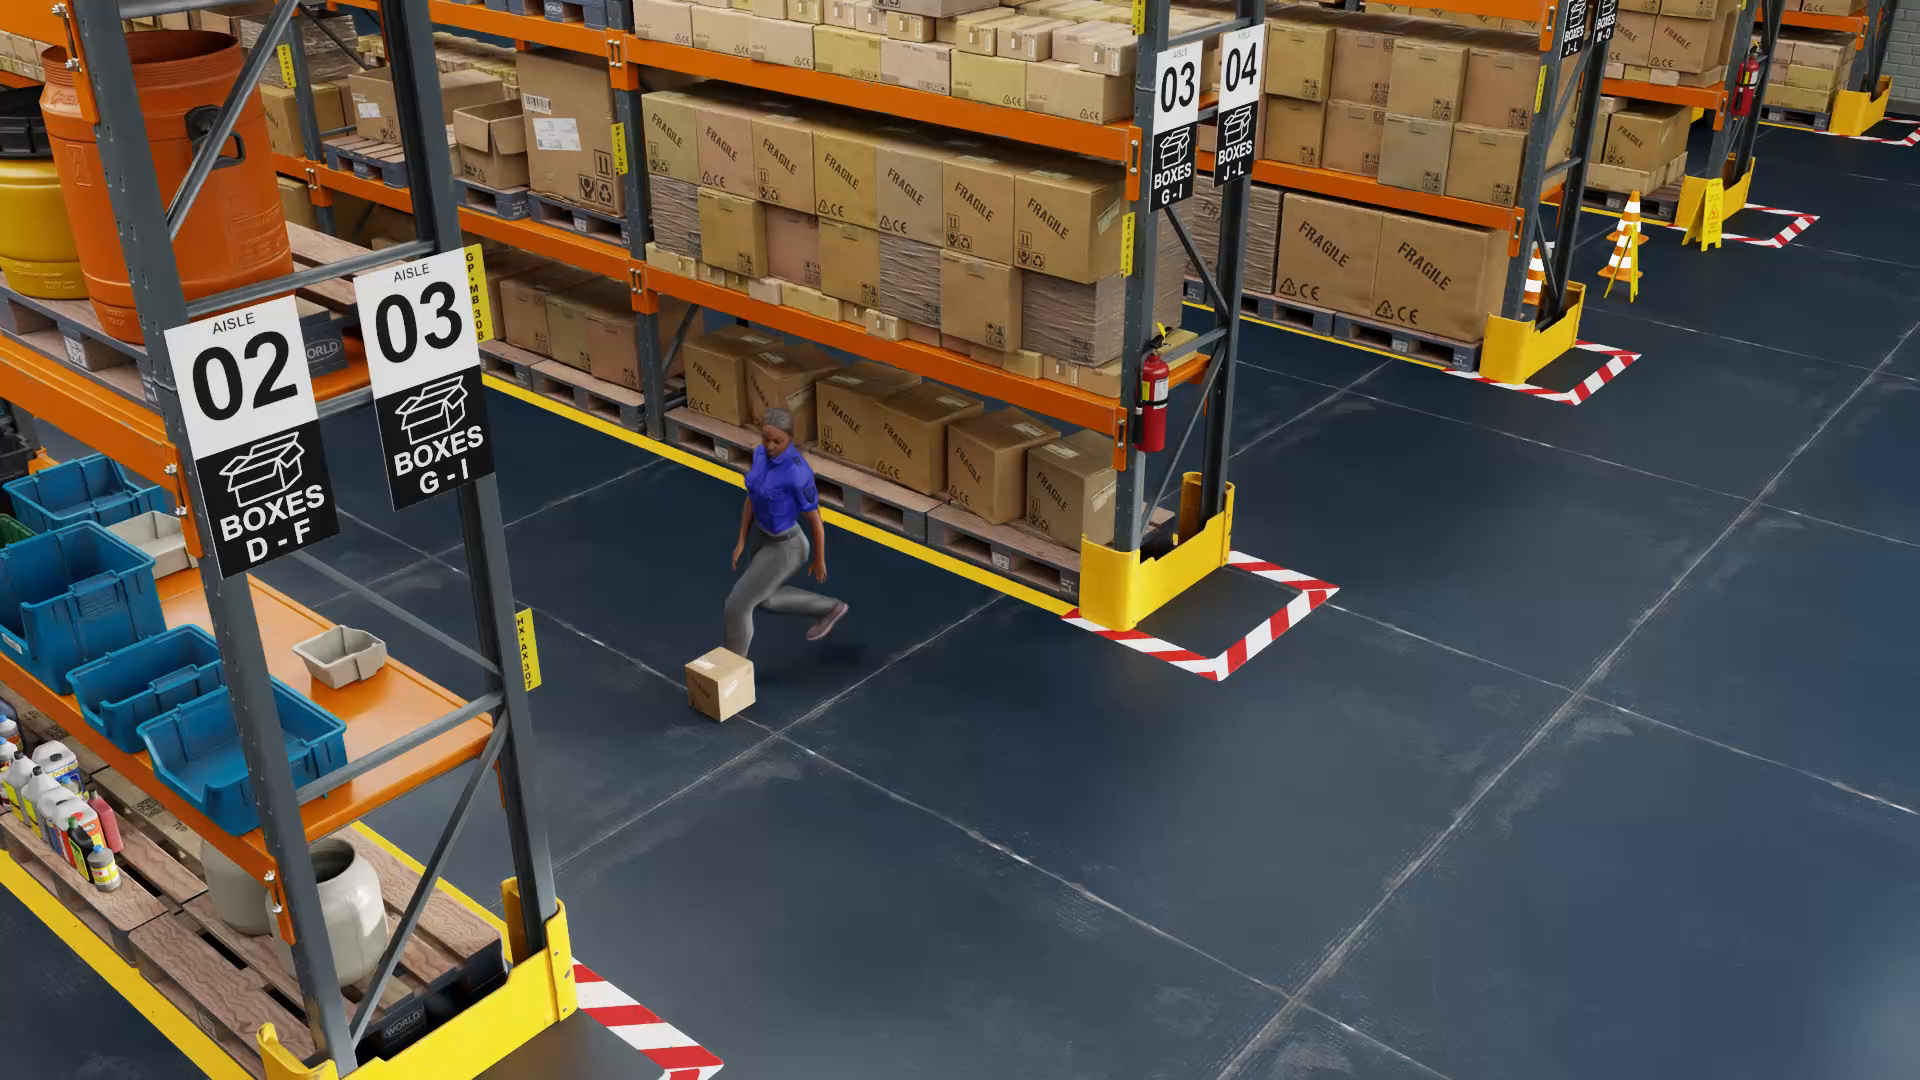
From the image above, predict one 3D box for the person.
[{"bbox_3d":[-1.007,0.020,8.688,0.958,1.541,0.429,-14,31,-26],"label":"person"}]
